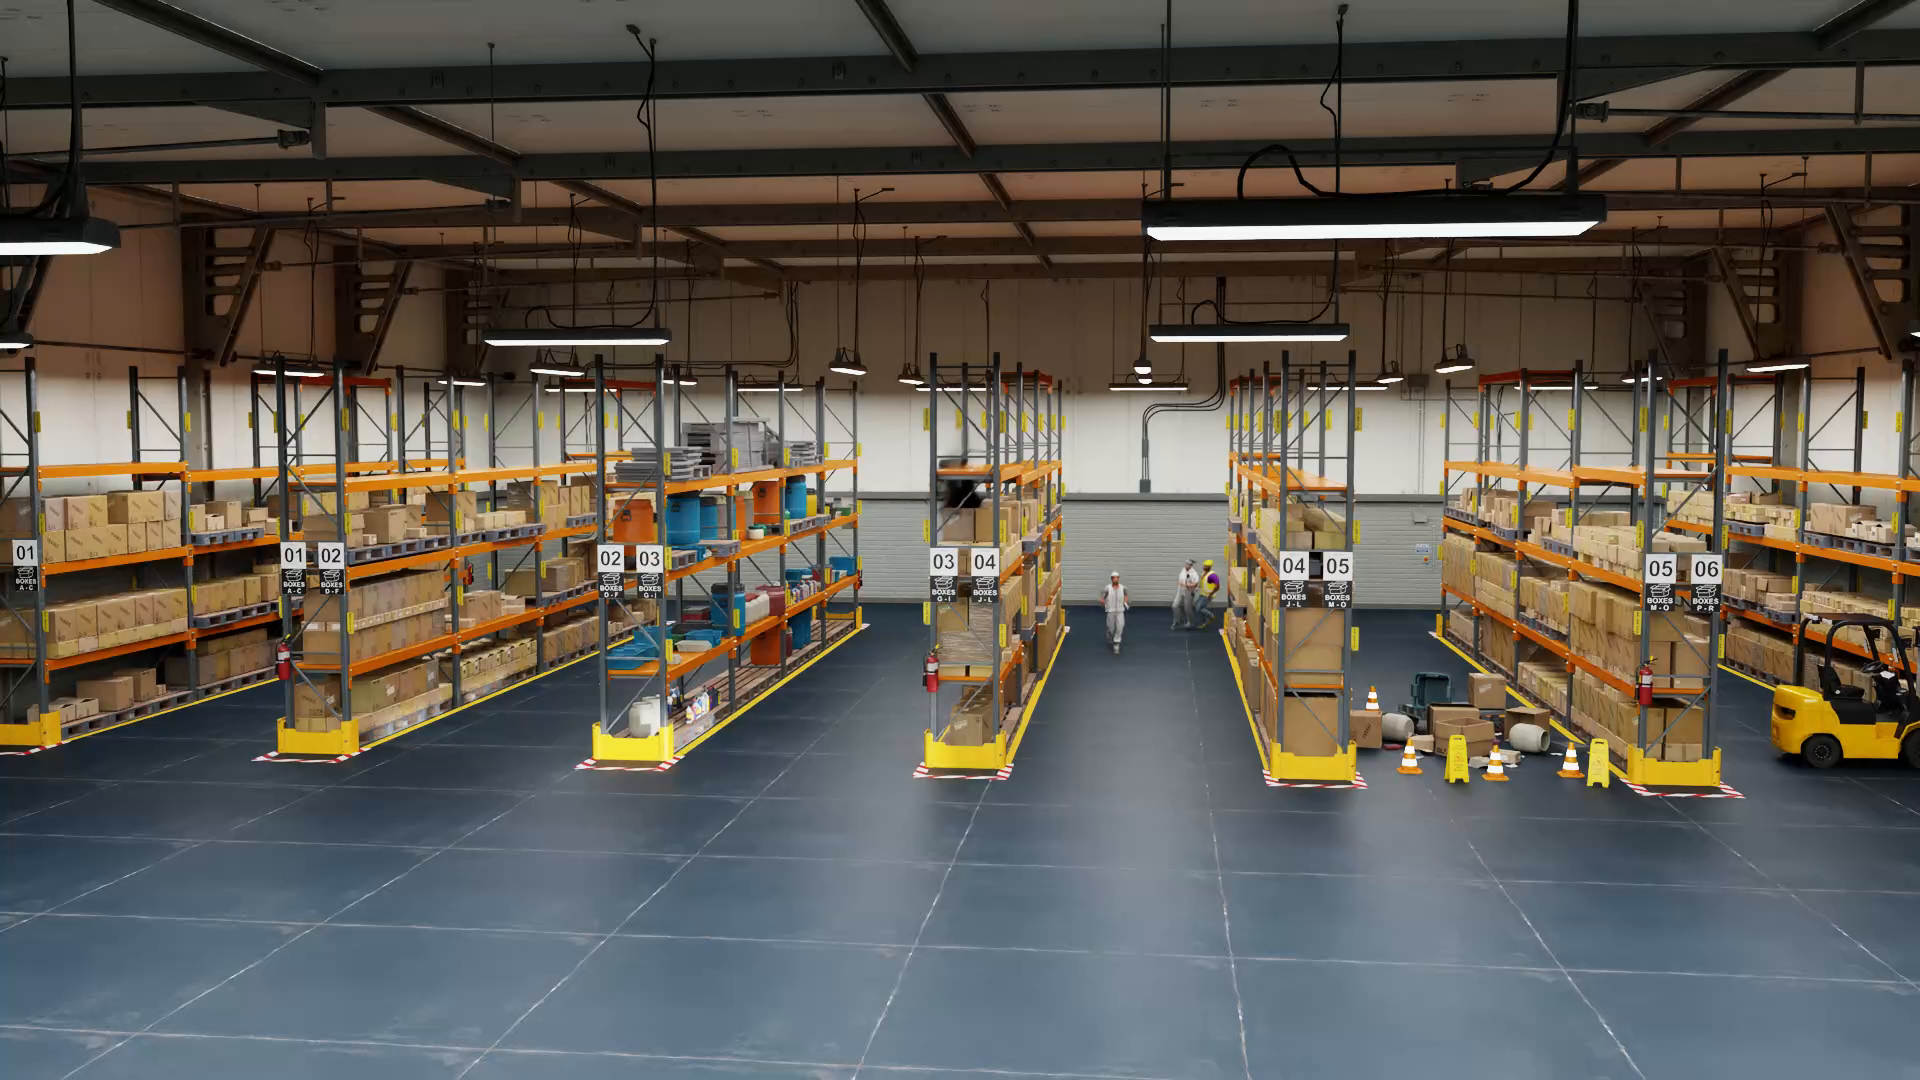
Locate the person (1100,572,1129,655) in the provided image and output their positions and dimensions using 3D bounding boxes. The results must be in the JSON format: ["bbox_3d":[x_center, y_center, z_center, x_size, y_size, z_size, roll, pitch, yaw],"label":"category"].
[{"bbox_3d":[3.367,1.572,36.094,0.657,1.772,0.868,0,4,-4],"label":"person"}]

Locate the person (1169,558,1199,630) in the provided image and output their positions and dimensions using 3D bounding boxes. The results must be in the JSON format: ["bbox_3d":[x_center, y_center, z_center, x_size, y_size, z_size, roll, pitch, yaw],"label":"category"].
[{"bbox_3d":[5.500,1.311,40.120,0.717,1.803,0.762,-4,6,-44],"label":"person"}]

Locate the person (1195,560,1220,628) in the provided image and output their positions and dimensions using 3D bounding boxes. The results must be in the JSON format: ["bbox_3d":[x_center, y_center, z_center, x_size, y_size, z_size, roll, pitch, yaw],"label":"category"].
[{"bbox_3d":[5.942,1.318,40.159,0.532,1.702,0.757,-1,4,-15],"label":"person"}]
